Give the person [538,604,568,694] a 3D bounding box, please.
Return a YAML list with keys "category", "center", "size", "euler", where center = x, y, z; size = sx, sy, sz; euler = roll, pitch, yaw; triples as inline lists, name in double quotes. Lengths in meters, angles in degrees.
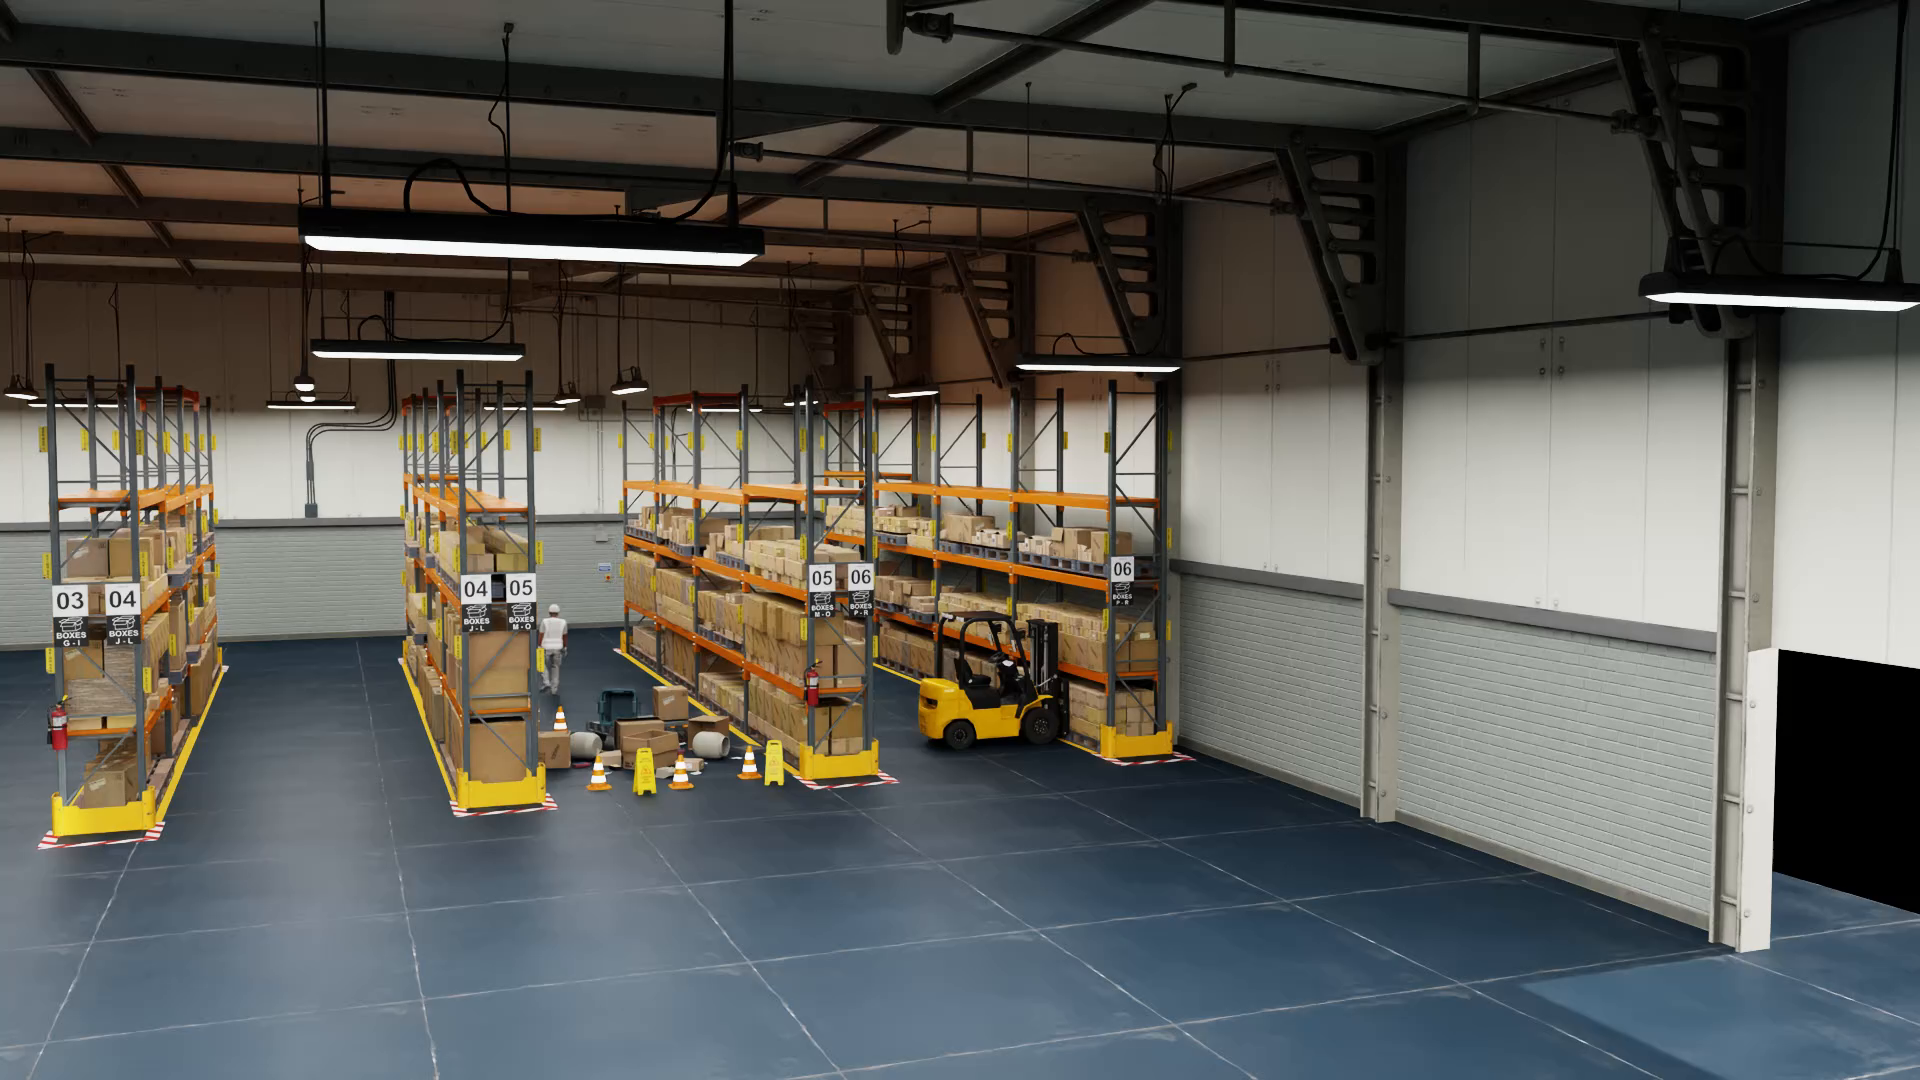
- category: "person"
  center: [-8.101, 2.169, 33.057]
  size: [0.605, 1.782, 0.457]
  euler: [-1, 4, -20]
